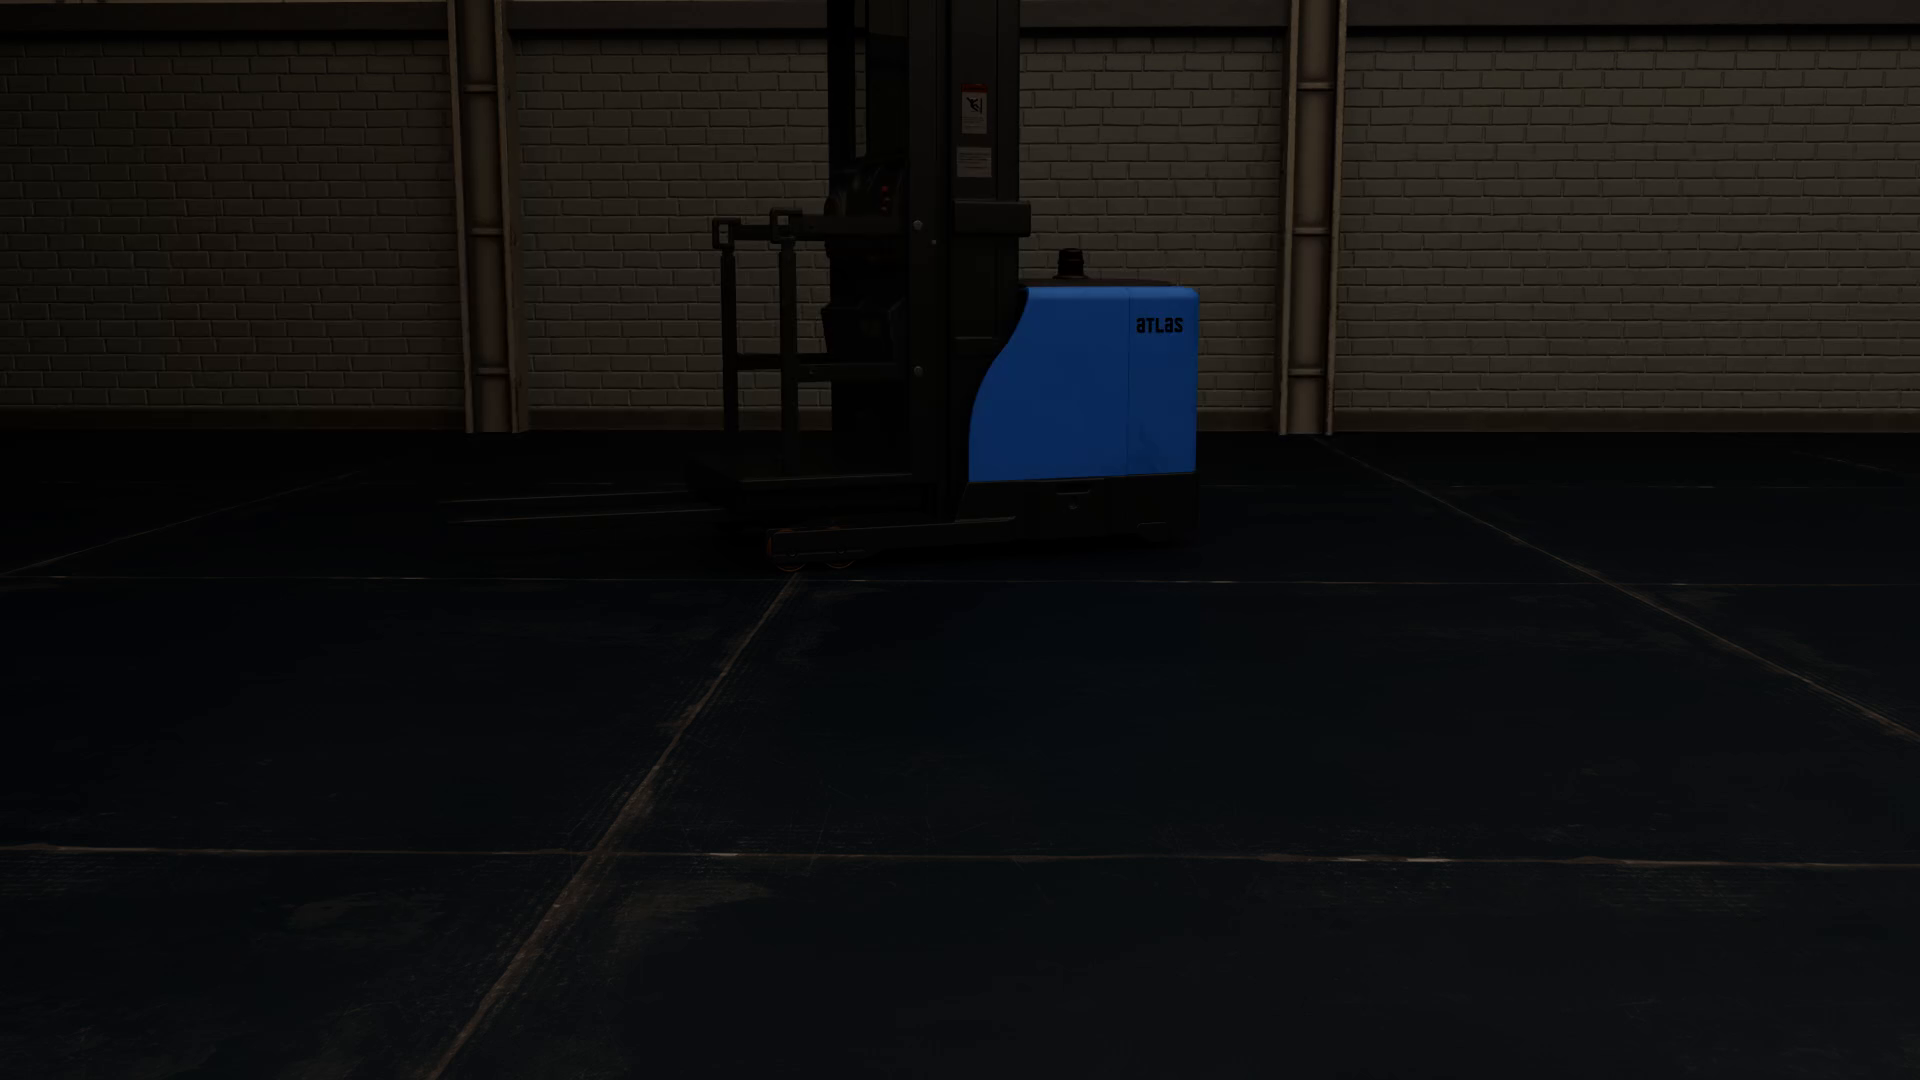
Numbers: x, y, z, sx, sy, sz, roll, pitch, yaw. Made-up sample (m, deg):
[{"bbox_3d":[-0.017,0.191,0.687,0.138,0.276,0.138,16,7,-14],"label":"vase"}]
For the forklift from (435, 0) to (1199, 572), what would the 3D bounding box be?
[{"bbox_3d":[-0.569,-1.416,6.694,3.031,2.935,1.130,-3,9,-20],"label":"forklift"}]
